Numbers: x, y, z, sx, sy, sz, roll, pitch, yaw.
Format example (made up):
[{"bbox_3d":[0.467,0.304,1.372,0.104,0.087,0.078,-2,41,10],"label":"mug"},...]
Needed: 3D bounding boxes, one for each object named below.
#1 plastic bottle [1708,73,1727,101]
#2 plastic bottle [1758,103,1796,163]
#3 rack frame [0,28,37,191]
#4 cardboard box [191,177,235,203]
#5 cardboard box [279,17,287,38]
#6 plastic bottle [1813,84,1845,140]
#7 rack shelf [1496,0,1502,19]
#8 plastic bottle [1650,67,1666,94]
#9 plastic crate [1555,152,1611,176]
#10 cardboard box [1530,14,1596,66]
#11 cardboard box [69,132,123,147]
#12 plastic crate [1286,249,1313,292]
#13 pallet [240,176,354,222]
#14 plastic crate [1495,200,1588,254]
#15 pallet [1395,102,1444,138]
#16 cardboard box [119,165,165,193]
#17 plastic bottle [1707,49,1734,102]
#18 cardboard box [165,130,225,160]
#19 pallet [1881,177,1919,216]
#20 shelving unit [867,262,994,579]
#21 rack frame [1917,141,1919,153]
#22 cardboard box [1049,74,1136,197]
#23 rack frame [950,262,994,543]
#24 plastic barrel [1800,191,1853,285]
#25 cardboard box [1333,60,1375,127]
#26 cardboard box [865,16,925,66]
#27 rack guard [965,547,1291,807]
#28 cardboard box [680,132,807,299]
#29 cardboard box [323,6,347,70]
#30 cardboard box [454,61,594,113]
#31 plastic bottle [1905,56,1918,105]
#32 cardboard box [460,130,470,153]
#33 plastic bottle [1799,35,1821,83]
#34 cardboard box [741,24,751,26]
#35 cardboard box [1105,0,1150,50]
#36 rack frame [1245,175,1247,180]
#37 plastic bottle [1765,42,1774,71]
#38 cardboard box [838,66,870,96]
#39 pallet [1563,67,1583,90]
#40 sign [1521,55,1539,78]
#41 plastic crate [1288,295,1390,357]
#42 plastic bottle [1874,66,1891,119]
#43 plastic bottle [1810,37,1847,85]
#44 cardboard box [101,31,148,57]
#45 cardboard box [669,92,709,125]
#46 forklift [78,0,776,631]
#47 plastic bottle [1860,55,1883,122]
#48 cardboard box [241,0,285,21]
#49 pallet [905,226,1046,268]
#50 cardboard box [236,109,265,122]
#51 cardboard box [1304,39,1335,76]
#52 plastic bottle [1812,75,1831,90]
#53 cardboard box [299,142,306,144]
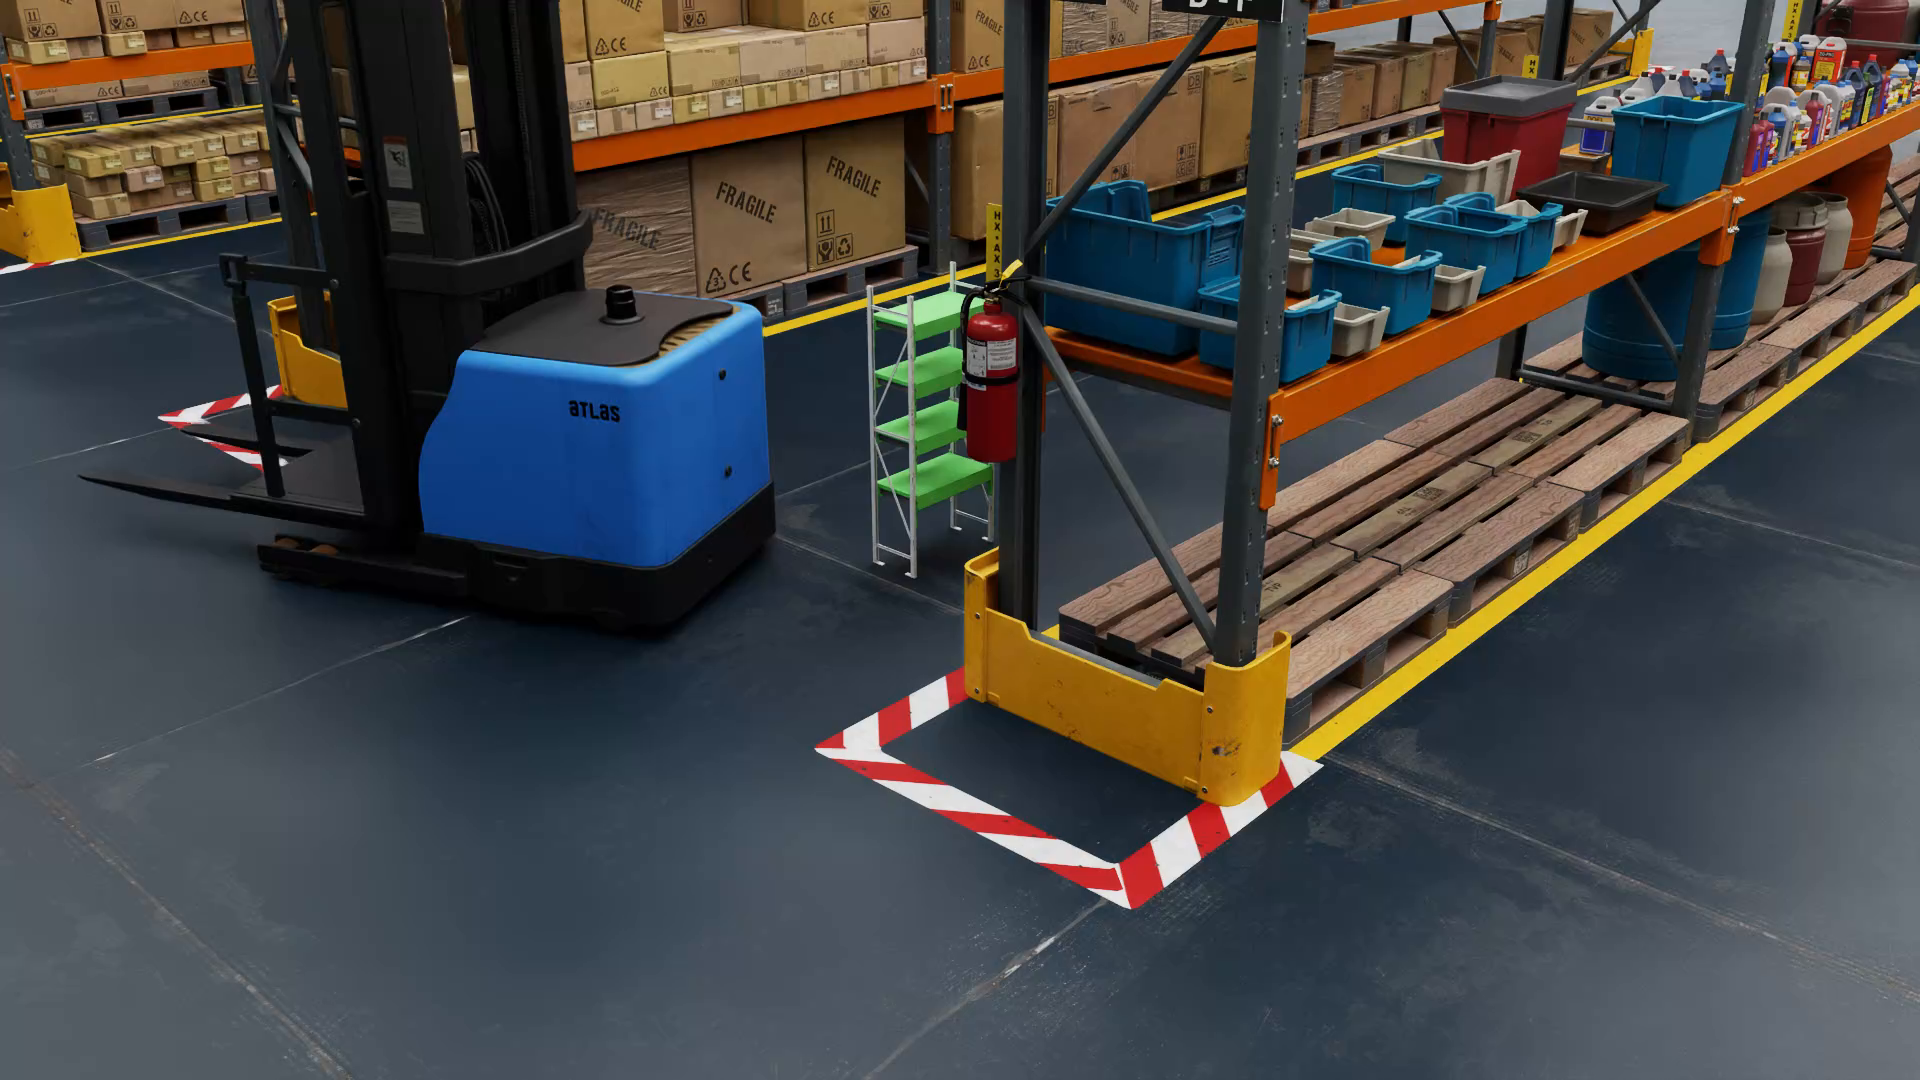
[{"bbox_3d":[4.168,-2.440,9.182,0.097,0.271,0.097,0,24,0],"label":"plastic bottle"},{"bbox_3d":[4.052,-2.034,8.271,0.152,0.276,0.135,20,31,38],"label":"plastic bottle"},{"bbox_3d":[-6.769,-3.461,11.302,1.000,3.000,0.127,20,31,38],"label":"rack frame"},{"bbox_3d":[-5.654,-2.651,12.468,0.380,0.149,0.250,21,31,38],"label":"cardboard box"},{"bbox_3d":[-5.105,-3.918,12.629,0.380,0.149,0.250,21,32,39],"label":"cardboard box"},{"bbox_3d":[4.581,-2.275,8.809,0.152,0.276,0.135,20,31,38],"label":"plastic bottle"},{"bbox_3d":[6.201,-6.013,17.873,1.077,0.370,4.000,20,31,38],"label":"rack shelf"},{"bbox_3d":[3.709,-2.345,8.874,0.144,0.351,0.185,20,31,38],"label":"plastic bottle"},{"bbox_3d":[2.799,-1.746,7.727,0.396,0.136,0.243,20,31,38],"label":"plastic crate"},{"bbox_3d":[6.733,-5.624,18.669,0.500,0.500,0.500,-15,28,-30],"label":"cardboard box"},{"bbox_3d":[-6.394,-2.914,12.327,0.380,0.149,0.250,21,32,38],"label":"cardboard box"},{"bbox_3d":[1.160,-1.012,6.091,0.396,0.136,0.243,20,31,38],"label":"plastic crate"},{"bbox_3d":[-5.335,-2.819,13.280,1.003,0.211,1.213,20,31,38],"label":"pallet"},{"bbox_3d":[2.277,-1.236,6.590,0.293,0.136,0.466,20,31,38],"label":"plastic crate"},{"bbox_3d":[4.348,-4.222,16.407,1.003,0.211,1.213,20,31,38],"label":"pallet"},{"bbox_3d":[-6.003,-2.645,12.090,0.380,0.149,0.250,20,31,37],"label":"cardboard box"},{"bbox_3d":[4.321,-2.624,9.497,0.144,0.351,0.185,20,31,38],"label":"plastic bottle"},{"bbox_3d":[-5.704,-2.947,12.399,0.380,0.149,0.250,18,30,35],"label":"cardboard box"},{"bbox_3d":[7.245,-2.483,12.531,1.003,0.211,1.213,20,31,38],"label":"pallet"},{"bbox_3d":[-0.110,-0.497,6.892,0.258,1.200,0.503,20,31,38],"label":"shelving unit"},{"bbox_3d":[8.555,-4.379,13.351,1.000,3.000,0.127,20,31,38],"label":"rack frame"},{"bbox_3d":[0.535,-2.989,12.334,1.225,0.875,0.875,19,30,36],"label":"cardboard box"},{"bbox_3d":[0.052,-0.571,7.058,0.240,1.200,0.015,20,31,38],"label":"rack frame"},{"bbox_3d":[5.261,-1.867,10.275,0.421,0.512,0.421,0,24,0],"label":"plastic barrel"},{"bbox_3d":[3.363,-4.130,15.312,0.500,0.500,0.700,-21,32,-39],"label":"cardboard box"},{"bbox_3d":[-0.572,-3.155,10.441,0.500,0.250,0.500,19,31,37],"label":"cardboard box"},{"bbox_3d":[0.540,0.428,5.684,1.175,0.500,0.348,20,31,38],"label":"rack guard"},{"bbox_3d":[-1.574,-2.063,10.268,0.875,0.875,0.875,20,31,38],"label":"cardboard box"},{"bbox_3d":[-3.013,-2.705,8.520,0.500,0.500,0.500,21,31,38],"label":"cardboard box"},{"bbox_3d":[-2.279,-2.376,8.702,0.500,0.250,0.500,20,31,37],"label":"cardboard box"},{"bbox_3d":[5.558,-2.702,9.768,0.097,0.271,0.097,0,24,0],"label":"plastic bottle"},{"bbox_3d":[-2.660,-1.979,8.304,0.380,0.149,0.250,21,31,38],"label":"cardboard box"},{"bbox_3d":[5.356,-3.060,10.561,0.152,0.276,0.135,20,31,38],"label":"plastic bottle"},{"bbox_3d":[-1.317,-3.140,10.406,0.500,0.250,0.500,20,31,37],"label":"cardboard box"},{"bbox_3d":[1.030,-3.876,12.107,0.500,0.500,0.500,21,32,38],"label":"cardboard box"},{"bbox_3d":[2.197,-4.513,13.649,1.000,3.000,0.127,20,31,38],"label":"rack frame"},{"bbox_3d":[4.923,-2.894,10.182,0.061,0.283,0.133,20,31,38],"label":"plastic bottle"},{"bbox_3d":[-0.775,-2.841,10.226,0.380,0.149,0.250,20,31,37],"label":"cardboard box"},{"bbox_3d":[6.102,-5.047,18.248,1.003,0.211,1.213,20,31,38],"label":"pallet"},{"bbox_3d":[2.807,-2.219,8.194,0.100,0.325,0.005,20,31,38],"label":"sign"},{"bbox_3d":[1.232,-0.691,5.373,0.250,0.136,0.298,20,31,38],"label":"plastic crate"},{"bbox_3d":[5.170,-2.519,9.345,0.061,0.283,0.133,20,31,38],"label":"plastic bottle"},{"bbox_3d":[5.469,-3.019,10.468,0.152,0.276,0.135,20,31,38],"label":"plastic bottle"},{"bbox_3d":[-5.950,-3.511,11.722,0.380,0.149,0.250,19,30,36],"label":"cardboard box"},{"bbox_3d":[-1.634,-2.448,9.350,0.380,0.149,0.250,19,30,36],"label":"cardboard box"},{"bbox_3d":[-2.365,-1.342,6.660,3.031,2.935,1.130,8,25,18],"label":"forklift"},{"bbox_3d":[5.033,-2.513,9.249,0.144,0.351,0.185,20,31,38],"label":"plastic bottle"},{"bbox_3d":[-5.253,-4.176,12.412,0.500,0.500,0.500,19,30,36],"label":"cardboard box"},{"bbox_3d":[-0.014,-2.277,12.071,1.003,0.211,1.213,20,31,38],"label":"pallet"},{"bbox_3d":[-5.545,-3.324,13.241,0.380,0.149,0.250,20,31,38],"label":"cardboard box"},{"bbox_3d":[2.968,-4.292,14.757,0.500,0.250,0.500,-20,31,-37],"label":"cardboard box"},{"bbox_3d":[4.701,-2.399,9.092,0.097,0.271,0.097,0,24,0],"label":"plastic bottle"},{"bbox_3d":[-5.209,-3.072,13.044,0.380,0.149,0.250,22,32,40],"label":"cardboard box"}]
